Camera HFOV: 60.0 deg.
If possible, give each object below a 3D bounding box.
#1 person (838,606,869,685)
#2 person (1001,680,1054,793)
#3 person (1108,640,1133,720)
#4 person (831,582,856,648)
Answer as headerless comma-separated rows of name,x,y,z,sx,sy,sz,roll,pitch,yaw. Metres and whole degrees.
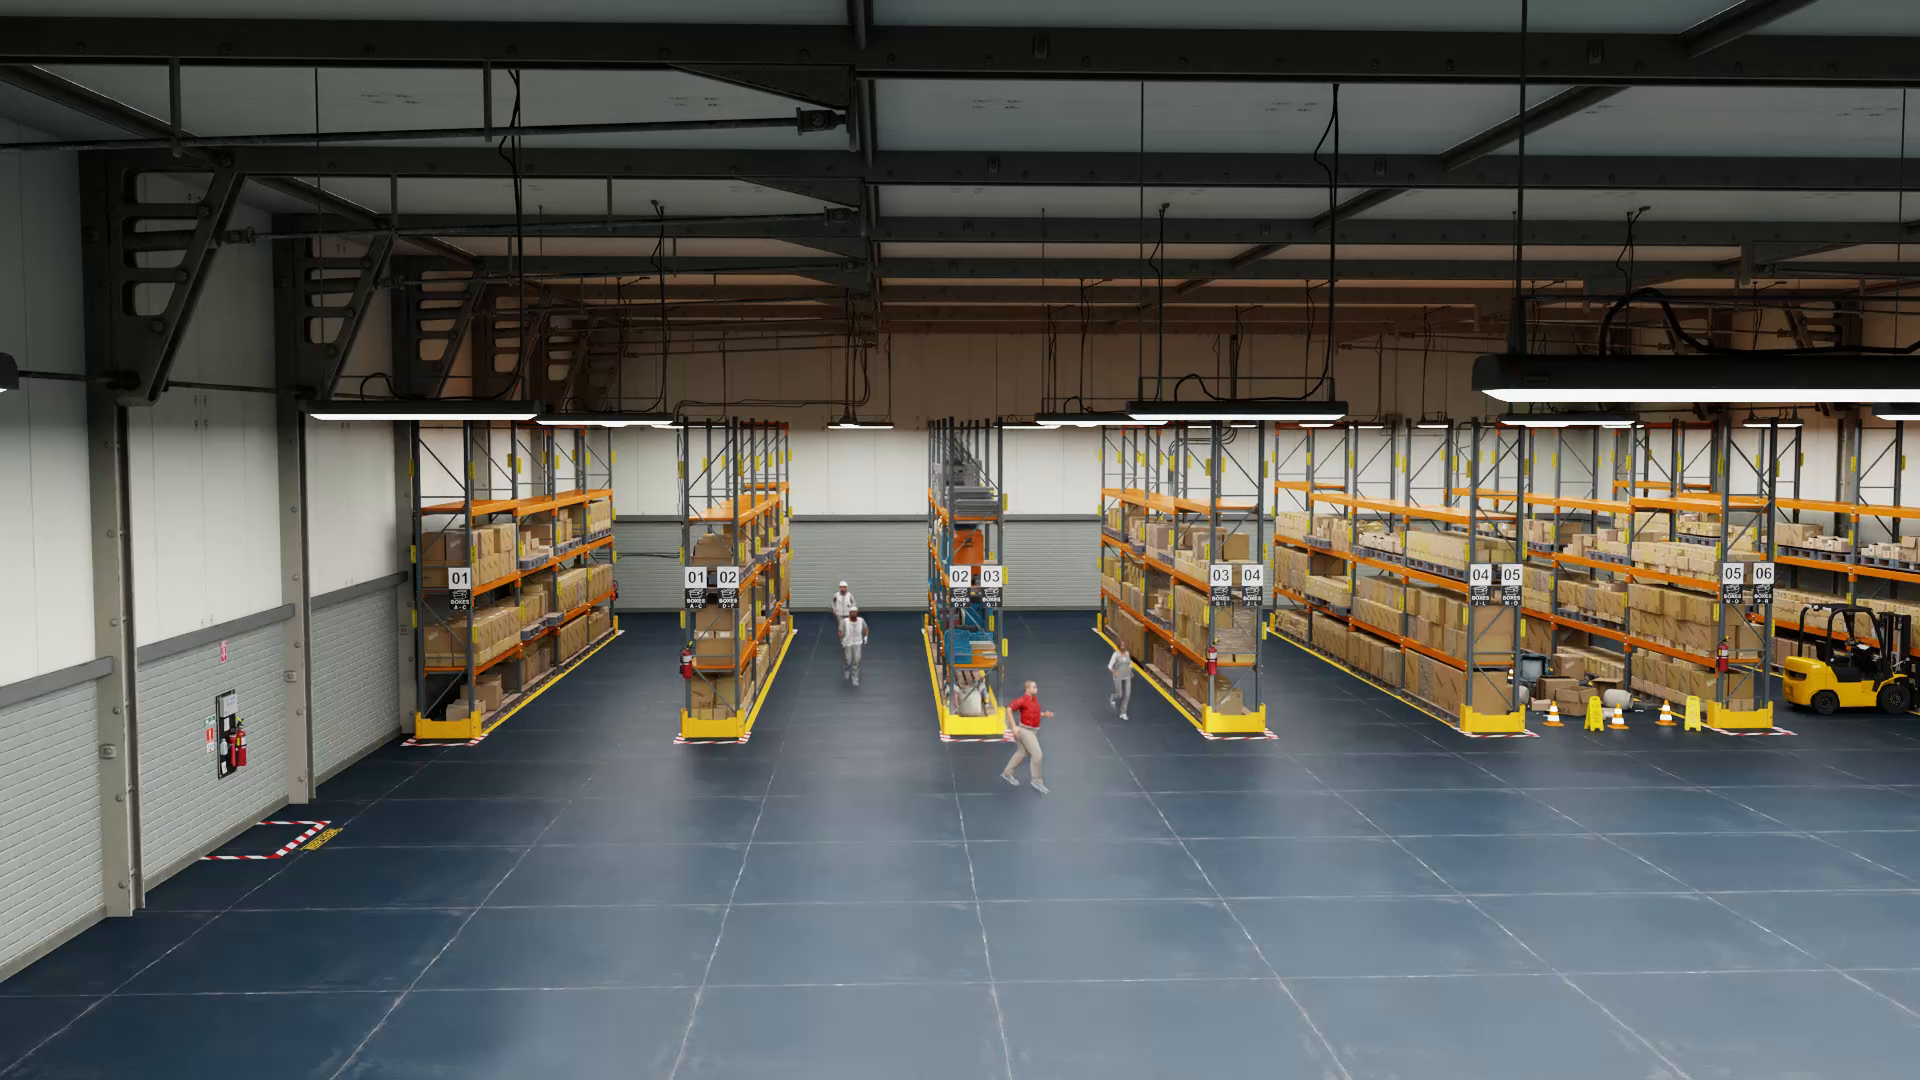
person,-2.419,2.381,37.806,0.708,1.773,0.758,-1,4,-12
person,1.079,3.127,26.525,0.862,1.790,0.634,1,4,19
person,3.224,2.778,33.277,0.542,1.573,0.694,-1,4,-17
person,-3.097,1.970,44.125,0.660,1.744,0.782,0,4,-7
